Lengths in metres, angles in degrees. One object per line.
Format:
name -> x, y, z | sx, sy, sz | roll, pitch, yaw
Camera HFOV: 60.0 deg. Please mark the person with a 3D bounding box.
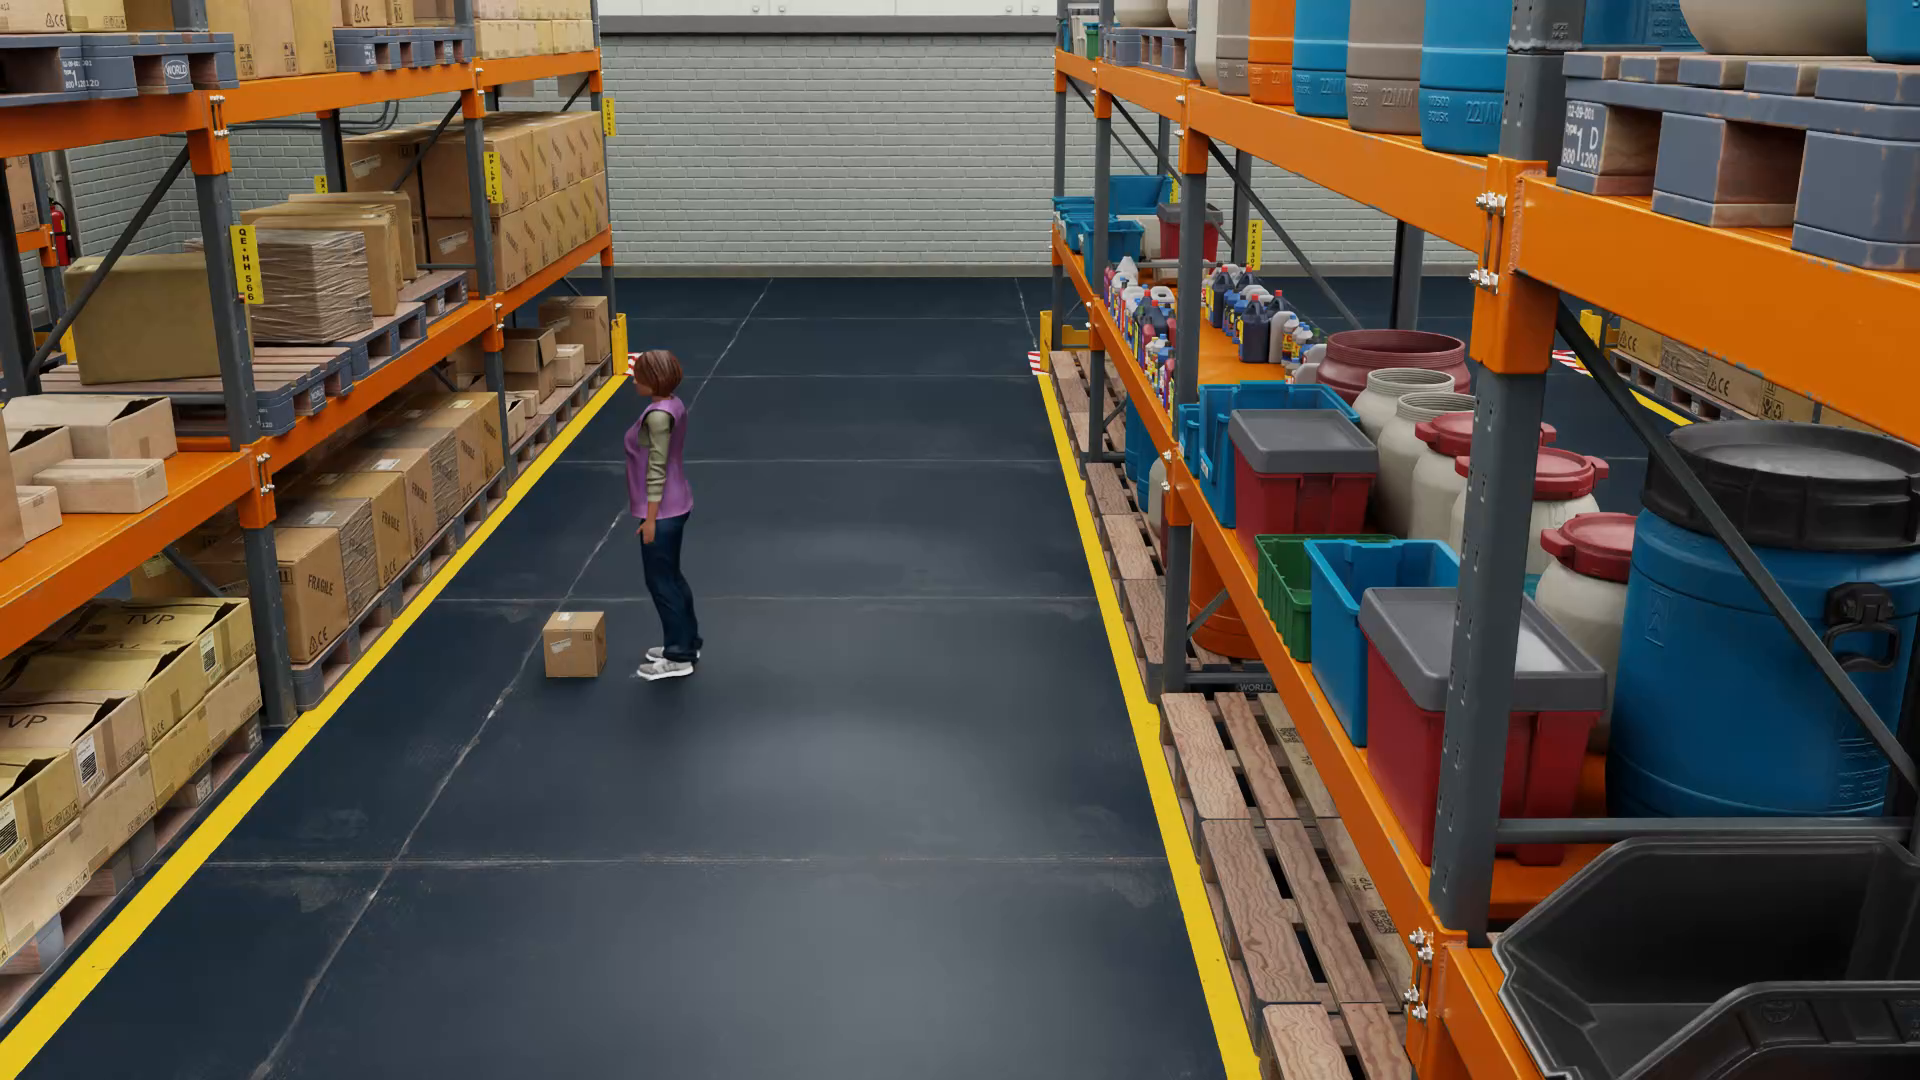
person -> -1.428, -0.124, 7.963 | 0.304, 1.599, 0.406 | 0, 17, 1
